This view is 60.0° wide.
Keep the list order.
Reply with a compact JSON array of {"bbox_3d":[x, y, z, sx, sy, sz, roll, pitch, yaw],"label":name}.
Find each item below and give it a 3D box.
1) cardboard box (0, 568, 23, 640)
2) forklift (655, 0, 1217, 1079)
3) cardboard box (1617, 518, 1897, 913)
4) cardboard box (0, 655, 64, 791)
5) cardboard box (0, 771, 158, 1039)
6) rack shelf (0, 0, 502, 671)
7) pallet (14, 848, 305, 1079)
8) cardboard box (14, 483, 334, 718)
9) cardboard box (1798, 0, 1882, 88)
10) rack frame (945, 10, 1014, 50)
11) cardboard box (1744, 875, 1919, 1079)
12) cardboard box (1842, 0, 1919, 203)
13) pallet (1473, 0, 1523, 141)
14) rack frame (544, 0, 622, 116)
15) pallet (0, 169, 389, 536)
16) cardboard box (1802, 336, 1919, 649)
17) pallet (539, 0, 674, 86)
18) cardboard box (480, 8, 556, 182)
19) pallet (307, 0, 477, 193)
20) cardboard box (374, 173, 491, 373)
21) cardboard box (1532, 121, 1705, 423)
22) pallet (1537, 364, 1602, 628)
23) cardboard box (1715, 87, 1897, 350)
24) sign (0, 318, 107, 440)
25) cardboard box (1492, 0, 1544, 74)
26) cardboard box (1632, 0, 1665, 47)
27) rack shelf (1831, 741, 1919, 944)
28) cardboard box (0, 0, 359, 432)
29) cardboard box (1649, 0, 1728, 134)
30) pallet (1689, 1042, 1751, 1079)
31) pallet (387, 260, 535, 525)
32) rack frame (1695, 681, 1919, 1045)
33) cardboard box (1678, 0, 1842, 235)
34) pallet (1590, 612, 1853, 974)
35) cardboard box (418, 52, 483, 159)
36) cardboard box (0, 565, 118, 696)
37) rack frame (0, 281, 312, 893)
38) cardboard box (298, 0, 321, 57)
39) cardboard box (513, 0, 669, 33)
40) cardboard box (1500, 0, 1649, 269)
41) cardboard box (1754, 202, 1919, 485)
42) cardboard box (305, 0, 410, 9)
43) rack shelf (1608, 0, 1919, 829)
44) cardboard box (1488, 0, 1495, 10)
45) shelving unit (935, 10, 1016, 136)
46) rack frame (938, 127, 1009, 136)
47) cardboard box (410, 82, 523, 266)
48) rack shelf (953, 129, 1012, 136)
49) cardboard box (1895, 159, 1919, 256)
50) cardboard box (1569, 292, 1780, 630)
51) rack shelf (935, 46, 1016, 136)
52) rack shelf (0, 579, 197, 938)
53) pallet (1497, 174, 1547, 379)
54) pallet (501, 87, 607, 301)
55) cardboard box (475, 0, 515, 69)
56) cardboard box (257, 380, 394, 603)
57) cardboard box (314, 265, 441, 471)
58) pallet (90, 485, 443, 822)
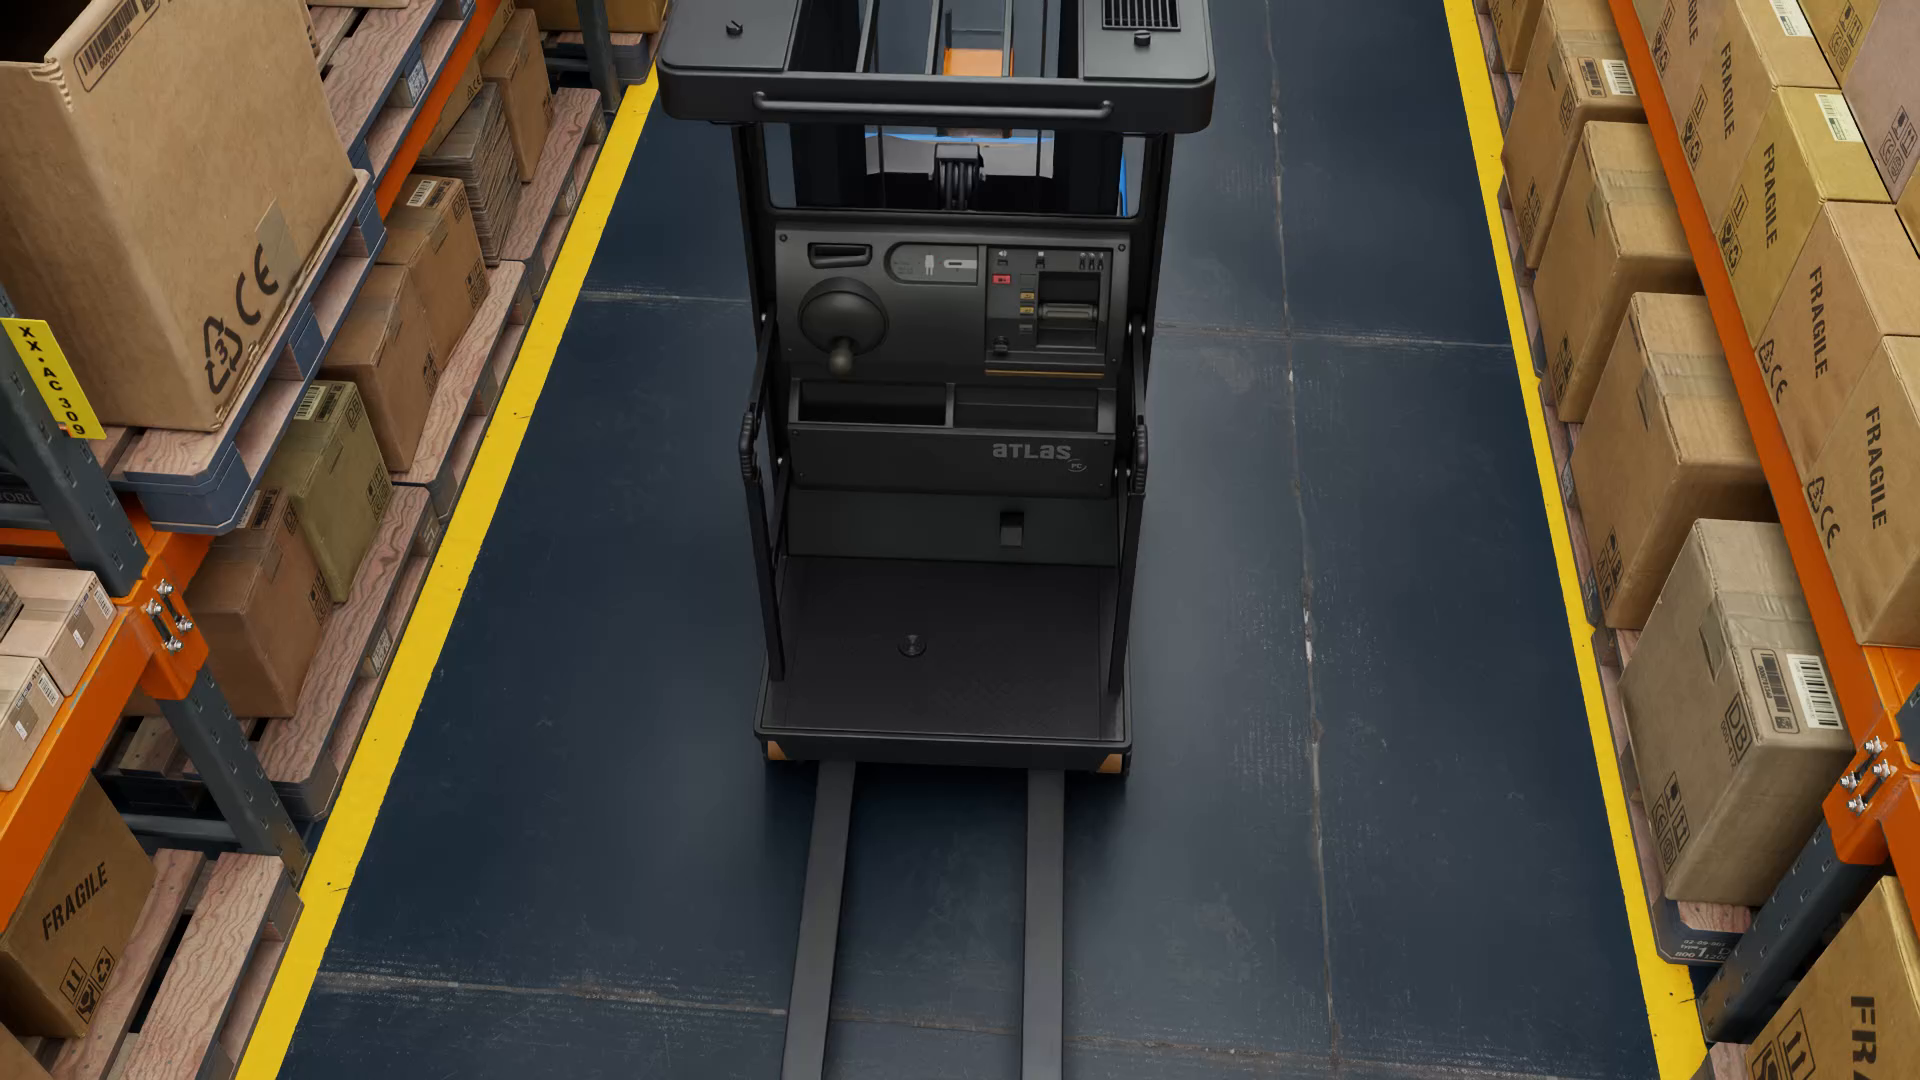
[{"bbox_3d":[-2.514,0.125,3.334,0.875,0.500,0.500,4,48,4],"label":"cardboard box"},{"bbox_3d":[-0.030,-0.529,4.247,1.130,2.935,3.031,2,48,2],"label":"forklift"},{"bbox_3d":[2.486,0.496,4.504,1.050,0.750,0.750,4,48,3],"label":"cardboard box"},{"bbox_3d":[-2.170,0.378,3.542,0.380,0.149,0.250,4,48,4],"label":"cardboard box"},{"bbox_3d":[-2.488,0.925,4.280,0.500,0.500,0.500,3,48,2],"label":"cardboard box"},{"bbox_3d":[-2.229,-1.295,5.389,1.077,0.370,4.000,4,48,4],"label":"rack shelf"},{"bbox_3d":[-2.437,1.369,4.355,1.003,0.211,1.213,4,48,4],"label":"pallet"},{"bbox_3d":[-2.334,0.178,4.950,0.700,0.500,0.500,1,48,1],"label":"cardboard box"},{"bbox_3d":[2.697,-1.517,4.359,0.700,0.500,0.500,3,48,3],"label":"cardboard box"},{"bbox_3d":[0.069,-1.439,6.253,0.240,1.200,0.015,2,47,2],"label":"rack frame"},{"bbox_3d":[2.392,1.373,3.617,0.875,0.875,0.875,5,48,4],"label":"cardboard box"},{"bbox_3d":[2.650,-1.146,4.020,0.700,0.500,0.500,4,48,4],"label":"cardboard box"},{"bbox_3d":[2.956,-2.232,7.649,1.003,0.211,1.213,4,48,4],"label":"pallet"},{"bbox_3d":[-2.047,-3.007,6.467,1.000,3.000,0.127,4,48,4],"label":"rack frame"},{"bbox_3d":[-2.197,-0.555,4.355,1.003,0.211,1.213,4,48,4],"label":"pallet"},{"bbox_3d":[2.300,-0.095,3.736,0.500,0.500,0.500,4,48,3],"label":"cardboard box"},{"bbox_3d":[-1.900,-2.640,8.022,1.003,0.211,1.213,4,48,4],"label":"pallet"},{"bbox_3d":[-2.088,-1.818,6.776,0.700,0.500,0.500,2,48,1],"label":"cardboard box"},{"bbox_3d":[-2.186,-1.485,5.205,1.003,0.211,1.213,4,48,4],"label":"pallet"},{"bbox_3d":[-2.171,-0.993,6.021,0.700,0.500,0.500,7,48,7],"label":"cardboard box"},{"bbox_3d":[2.662,-0.898,5.778,1.050,0.750,0.750,5,48,4],"label":"cardboard box"},{"bbox_3d":[2.623,-0.190,5.780,1.003,0.211,1.213,4,48,4],"label":"pallet"},{"bbox_3d":[2.392,-0.838,4.416,0.500,0.500,0.500,4,48,4],"label":"cardboard box"},{"bbox_3d":[-1.870,-0.329,3.431,0.100,0.325,0.005,4,48,4],"label":"sign"},{"bbox_3d":[2.683,-2.398,7.320,0.500,0.500,0.500,4,48,3],"label":"cardboard box"},{"bbox_3d":[2.530,-1.947,5.431,0.500,0.500,0.500,3,48,3],"label":"cardboard box"},{"bbox_3d":[2.337,2.053,2.327,1.077,0.370,4.000,4,48,4],"label":"rack shelf"},{"bbox_3d":[-2.199,-0.986,3.928,1.000,1.000,1.000,4,48,4],"label":"cardboard box"},{"bbox_3d":[2.484,-1.577,5.092,0.500,0.500,0.500,4,48,3],"label":"cardboard box"},{"bbox_3d":[2.372,1.835,3.929,1.003,0.211,1.213,4,48,4],"label":"pallet"},{"bbox_3d":[-2.233,-0.598,6.154,1.003,0.211,1.213,4,48,4],"label":"pallet"},{"bbox_3d":[2.519,0.340,3.406,1.000,3.000,0.127,4,48,4],"label":"rack frame"},{"bbox_3d":[2.436,-1.211,4.757,0.500,0.500,0.500,3,48,3],"label":"cardboard box"},{"bbox_3d":[2.514,0.709,4.958,1.003,0.211,1.213,4,48,4],"label":"pallet"},{"bbox_3d":[-2.116,-1.680,6.142,0.500,0.250,0.500,9,48,8],"label":"cardboard box"},{"bbox_3d":[-2.138,0.195,3.709,0.380,0.149,0.250,4,48,4],"label":"cardboard box"},{"bbox_3d":[-2.411,-0.068,3.779,1.000,3.000,0.127,4,48,4],"label":"rack frame"},{"bbox_3d":[-2.345,-1.524,4.757,0.797,0.503,0.637,8,48,8],"label":"cardboard box"},{"bbox_3d":[-1.963,-2.937,7.559,1.225,0.875,0.875,2,48,2],"label":"cardboard box"},{"bbox_3d":[2.738,-1.540,6.366,1.050,0.750,0.750,3,48,3],"label":"cardboard box"},{"bbox_3d":[2.346,-0.466,4.076,0.500,0.500,0.500,3,48,3],"label":"cardboard box"},{"bbox_3d":[-1.930,-1.860,5.225,0.396,0.266,0.258,3,48,2],"label":"cardboard box"},{"bbox_3d":[2.701,-0.887,5.016,1.077,0.370,4.000,4,48,4],"label":"rack shelf"},{"bbox_3d":[2.734,-2.780,7.669,0.500,0.500,0.500,6,48,5],"label":"cardboard box"},{"bbox_3d":[0.057,-1.260,6.088,0.258,1.200,0.503,2,47,2],"label":"shelving unit"},{"bbox_3d":[0.045,-1.081,5.922,0.240,1.200,0.015,2,47,2],"label":"rack frame"},{"bbox_3d":[-2.126,-1.410,6.402,0.700,0.500,0.500,0,48,0],"label":"cardboard box"},{"bbox_3d":[0.057,-1.366,5.973,0.258,0.148,0.480,2,47,2],"label":"rack shelf"},{"bbox_3d":[2.603,-0.774,3.680,0.700,0.500,0.500,3,48,3],"label":"cardboard box"},{"bbox_3d":[2.578,-0.213,5.152,1.050,0.750,0.750,4,48,4],"label":"cardboard box"},{"bbox_3d":[0.057,-1.527,5.799,0.258,0.148,0.480,2,47,2],"label":"rack shelf"},{"bbox_3d":[-2.594,1.645,2.700,1.077,0.370,4.000,4,48,4],"label":"rack shelf"},{"bbox_3d":[2.736,-1.084,6.598,1.003,0.211,1.213,4,48,4],"label":"pallet"},{"bbox_3d":[-2.119,-1.492,6.971,1.003,0.211,1.213,4,48,4],"label":"pallet"},{"bbox_3d":[-2.078,-2.071,6.499,0.500,0.250,0.500,6,48,5],"label":"cardboard box"},{"bbox_3d":[-2.272,-0.171,5.270,0.700,0.500,0.500,4,48,3],"label":"cardboard box"},{"bbox_3d":[-2.221,-0.583,5.646,0.700,0.500,0.500,0,48,0],"label":"cardboard box"},{"bbox_3d":[-2.342,0.301,5.331,1.003,0.211,1.213,4,48,4],"label":"pallet"}]
